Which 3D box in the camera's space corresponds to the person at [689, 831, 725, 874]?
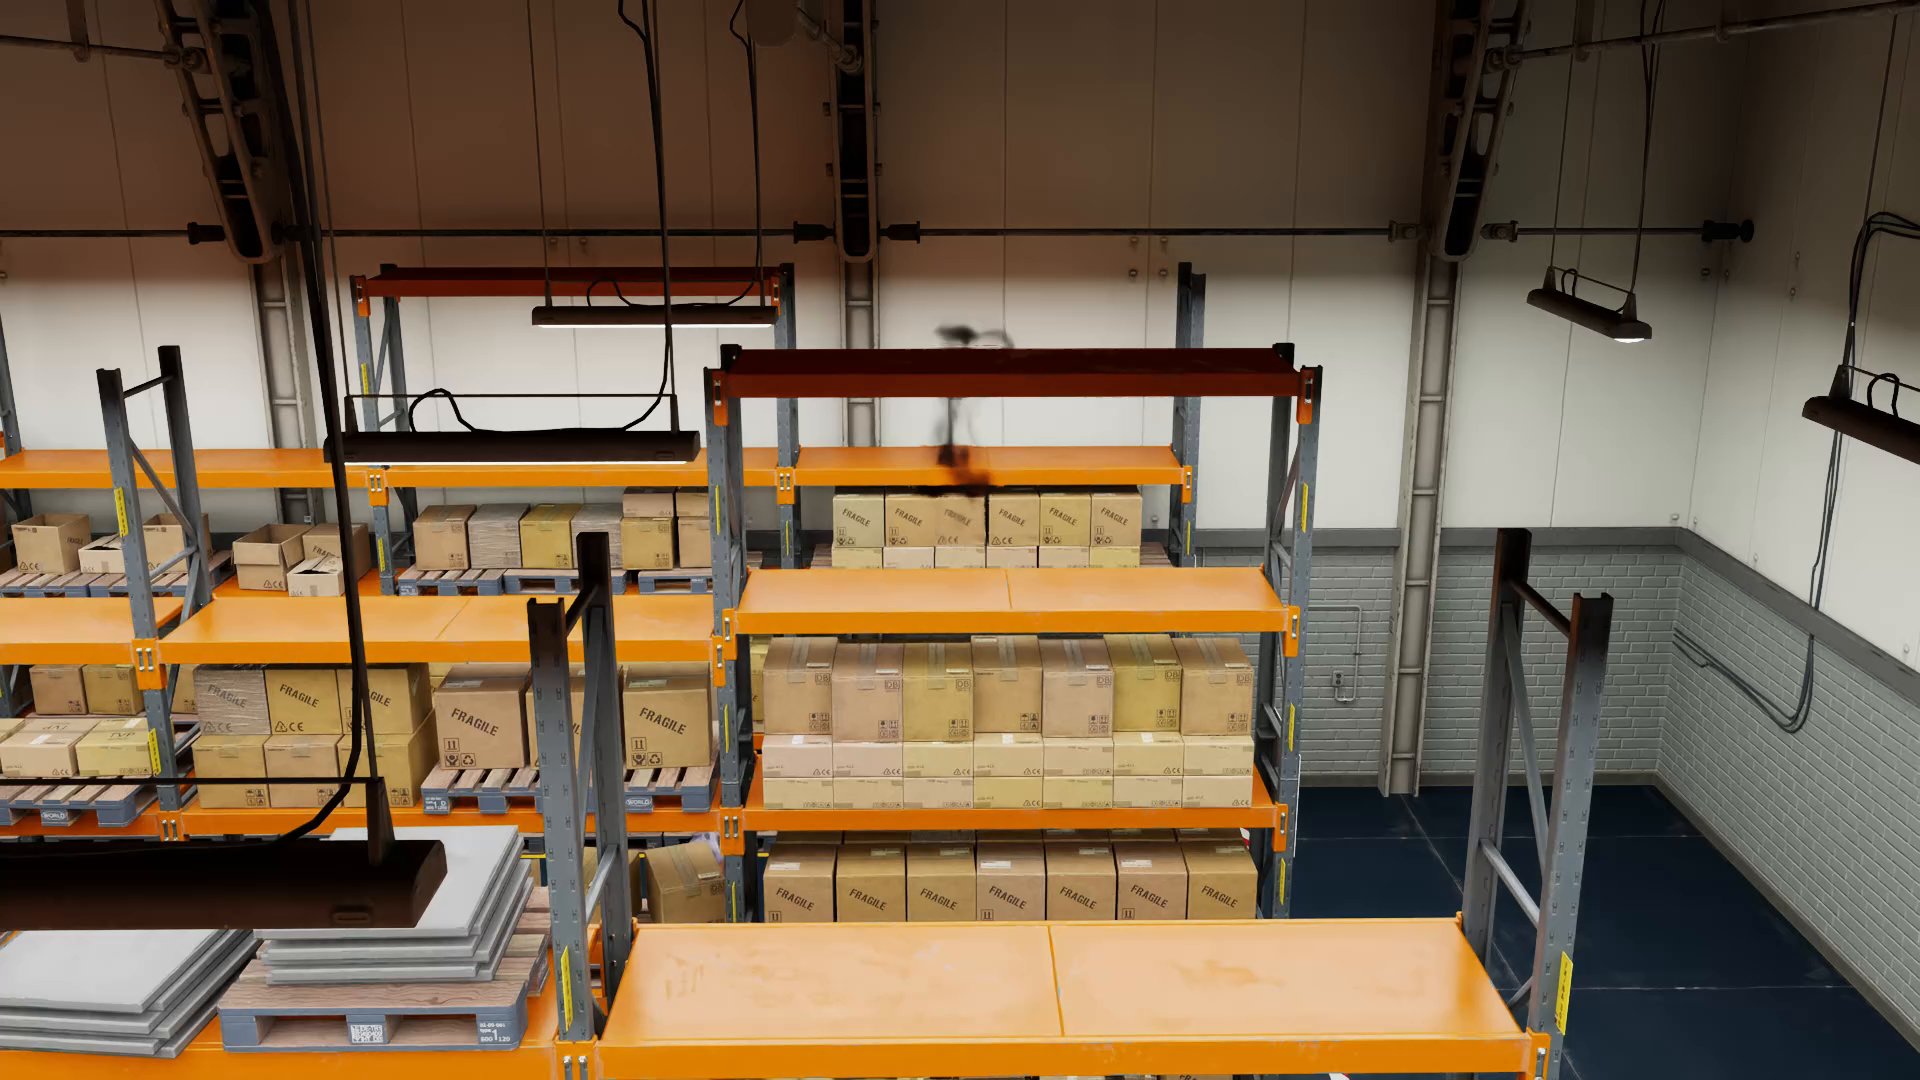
[{"bbox_3d":[-2.333,3.139,14.966,0.538,1.587,0.600,-1,16,-3],"label":"person"}]
